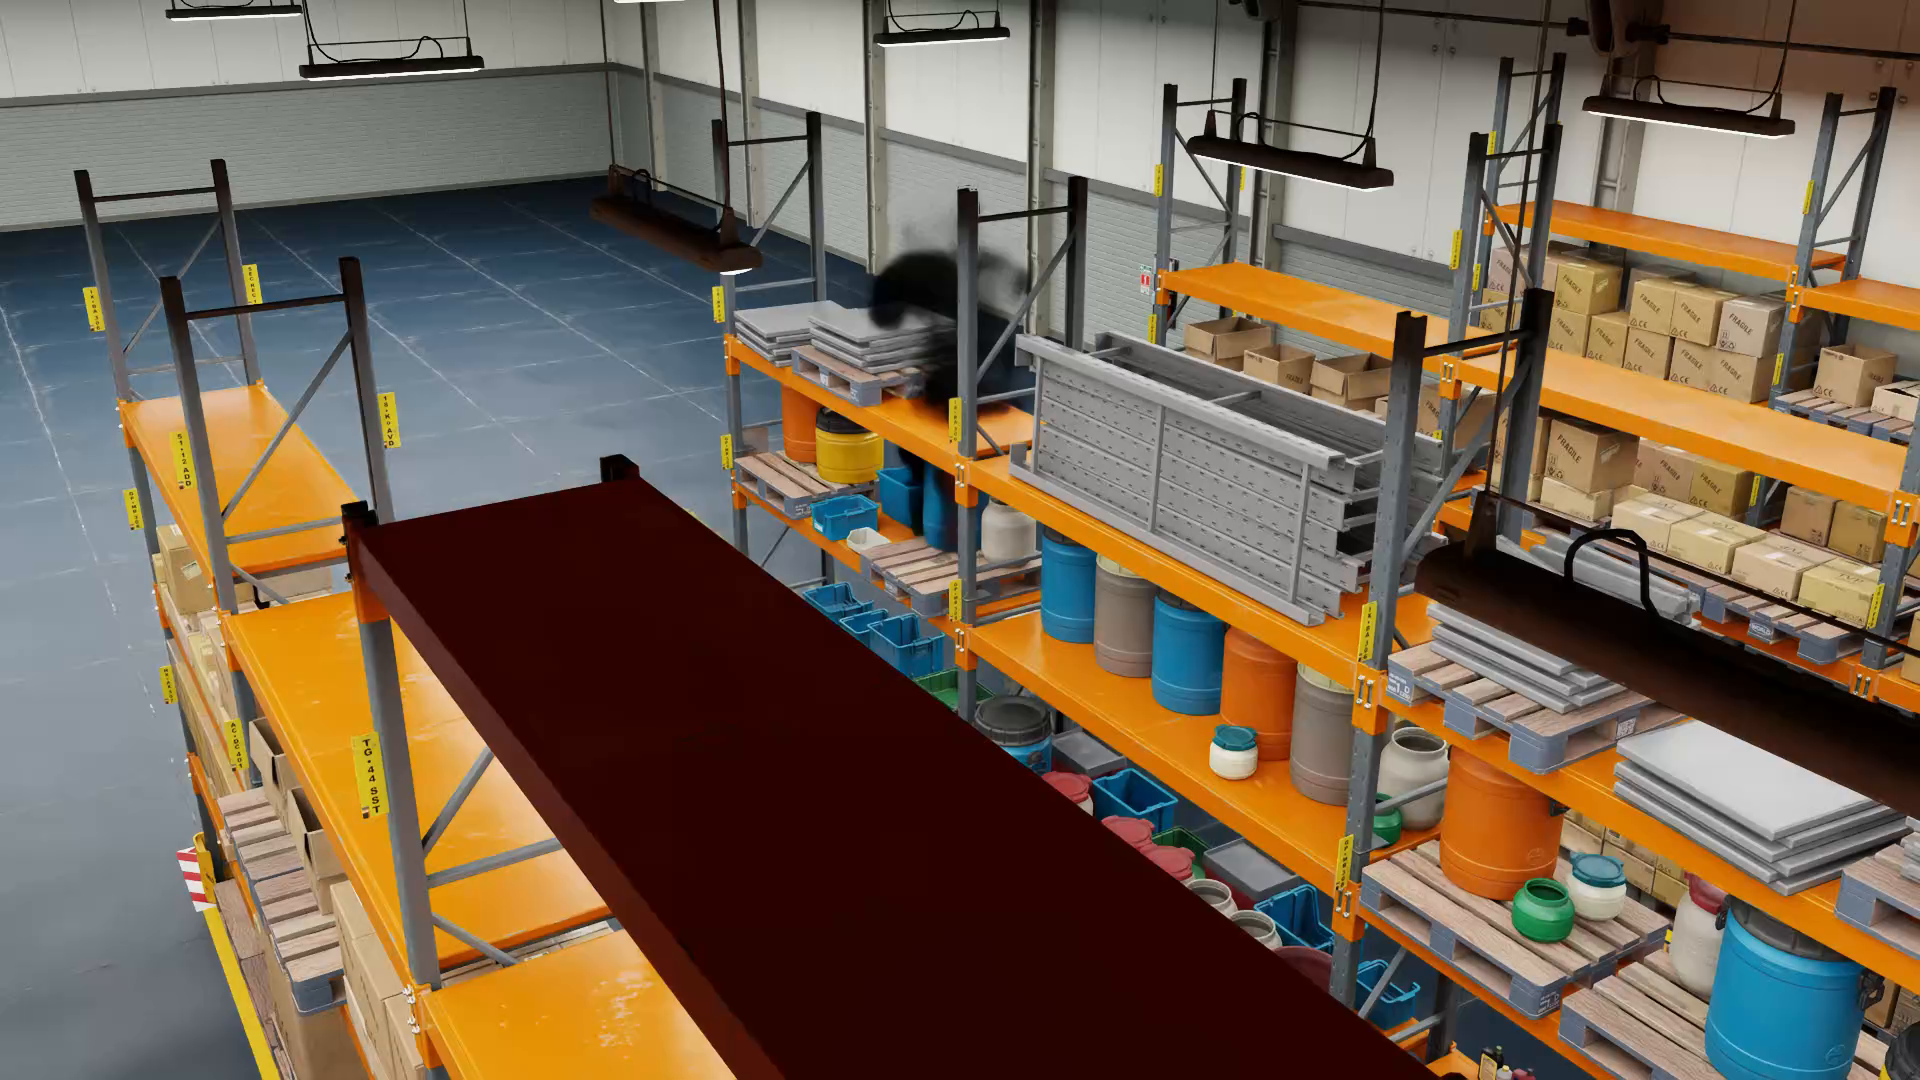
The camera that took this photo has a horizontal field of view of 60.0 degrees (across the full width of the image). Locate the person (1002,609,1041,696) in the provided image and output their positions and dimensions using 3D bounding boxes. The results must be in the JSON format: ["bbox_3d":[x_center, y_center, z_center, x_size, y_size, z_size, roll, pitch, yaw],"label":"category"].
[{"bbox_3d":[0.610,1.162,16.222,0.642,1.671,0.876,-15,26,-33],"label":"person"}]
